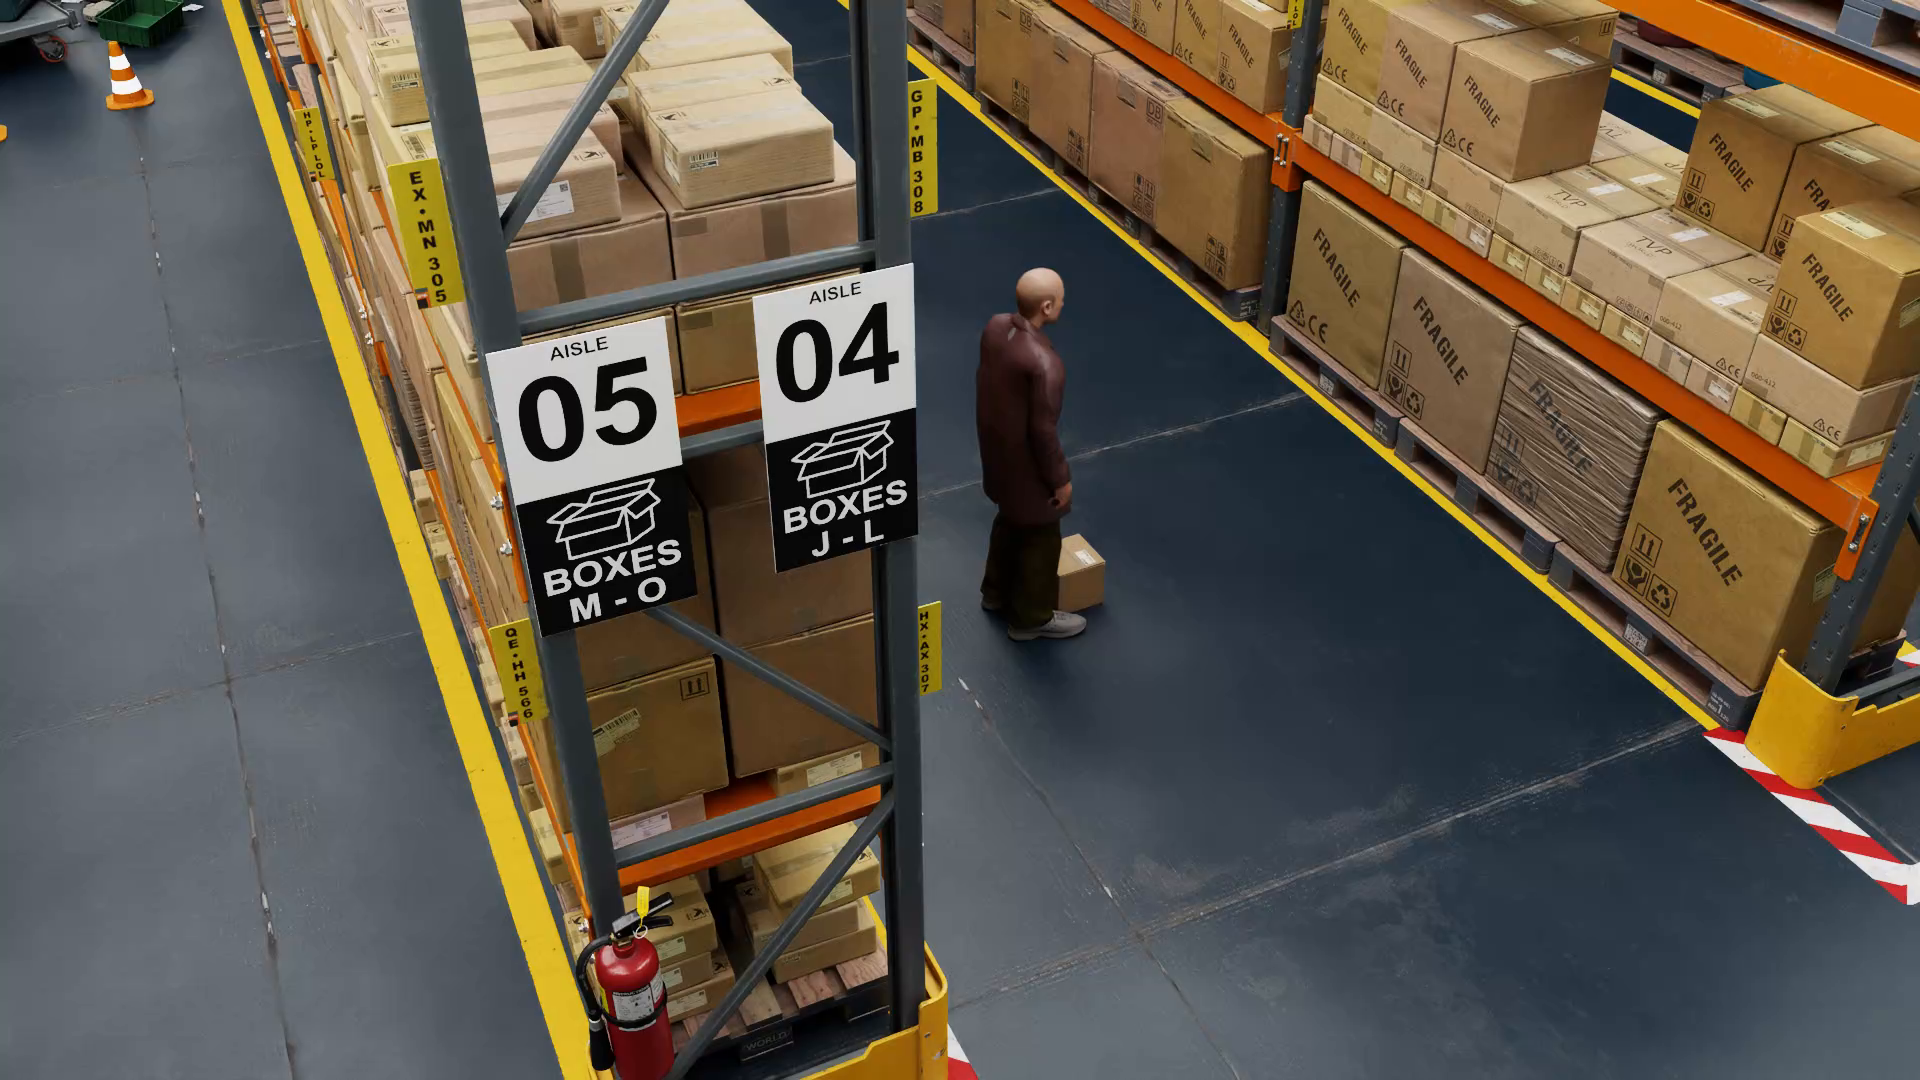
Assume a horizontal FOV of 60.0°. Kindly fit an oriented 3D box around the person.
[{"bbox_3d":[0.292,-0.352,7.397,0.418,1.706,0.649,-16,40,-20],"label":"person"}]
